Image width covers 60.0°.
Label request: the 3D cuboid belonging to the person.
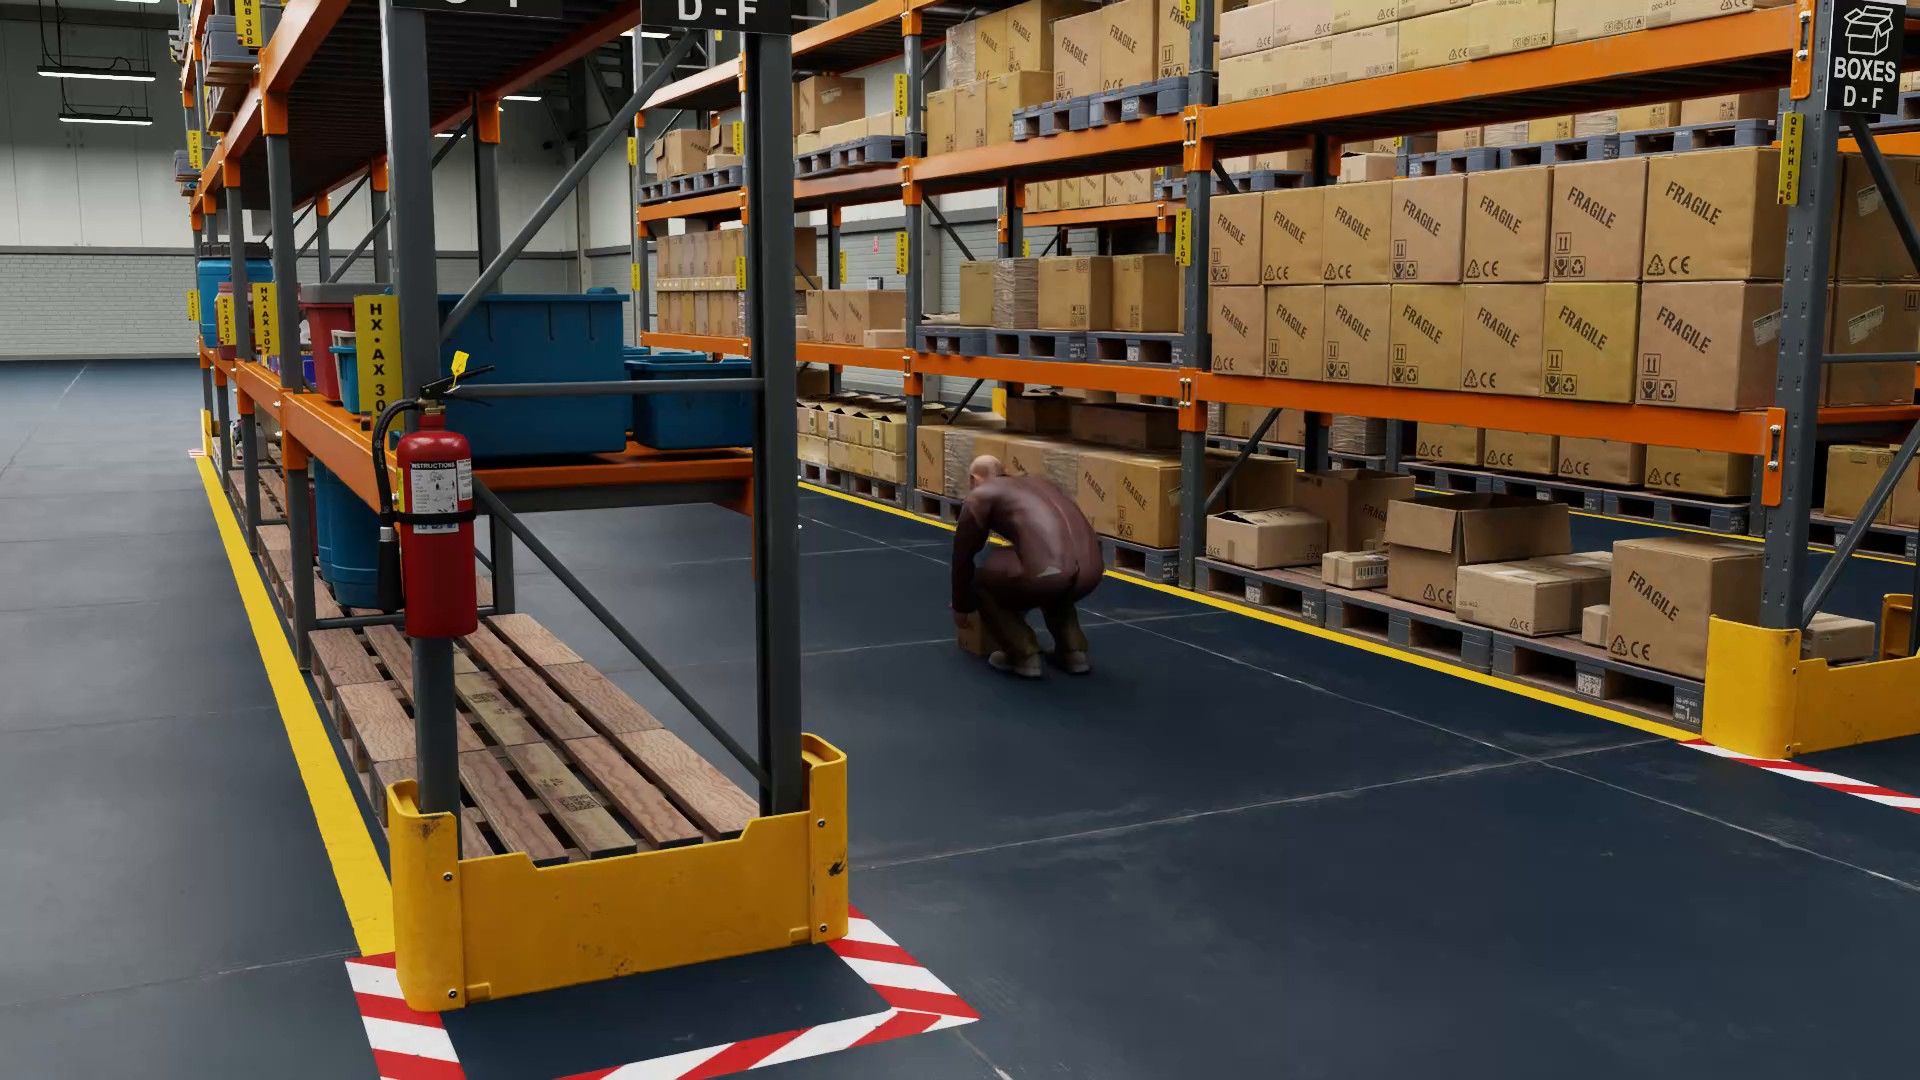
[{"bbox_3d":[0.309,0.123,7.875,0.609,0.960,0.904,-4,9,-26],"label":"person"}]
